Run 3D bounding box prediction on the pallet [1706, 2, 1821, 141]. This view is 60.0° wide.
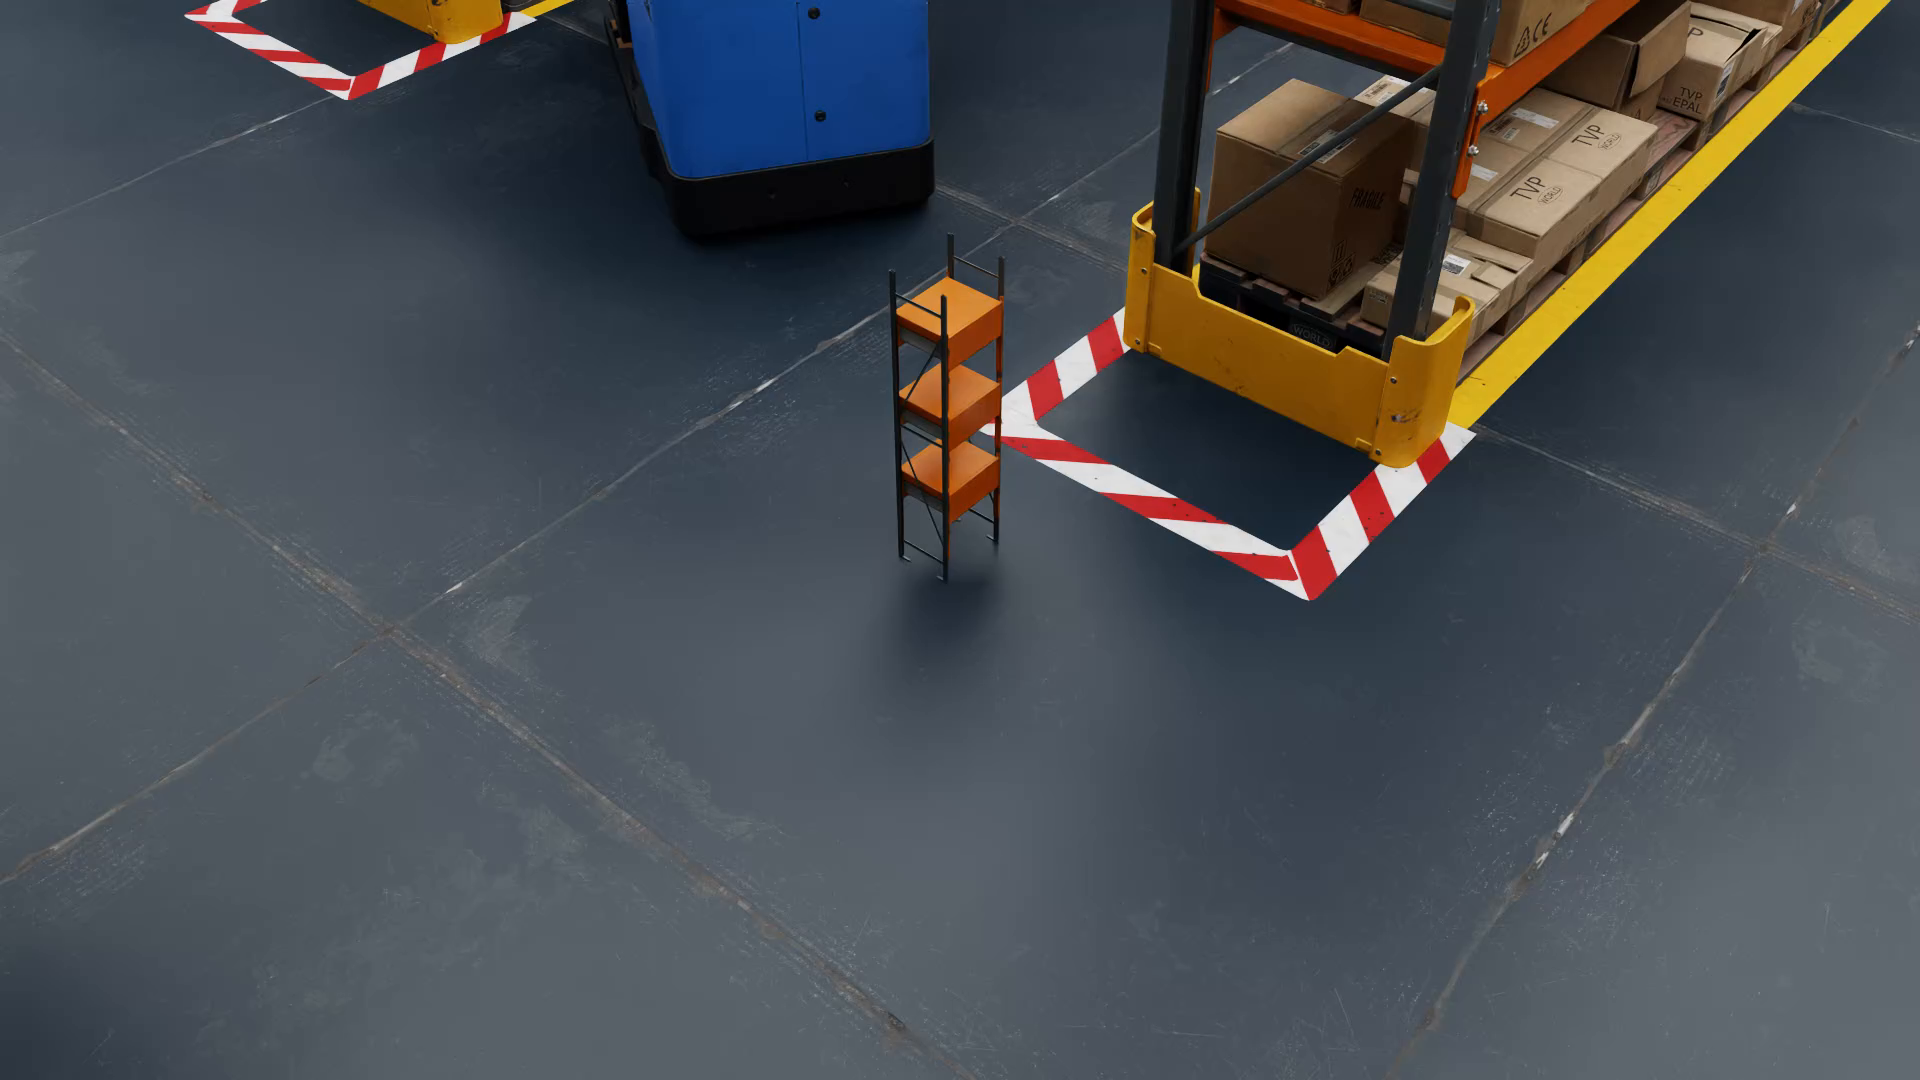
[{"bbox_3d":[3.206,-2.306,7.629,1.003,0.211,1.213,29,50,28],"label":"pallet"}]

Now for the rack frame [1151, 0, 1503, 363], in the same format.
[{"bbox_3d":[1.074,-1.631,4.815,1.000,3.000,0.127,29,50,28],"label":"rack frame"}]

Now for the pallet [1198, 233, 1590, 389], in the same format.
[{"bbox_3d":[1.636,-1.050,6.248,1.003,0.211,1.213,29,50,28],"label":"pallet"}]

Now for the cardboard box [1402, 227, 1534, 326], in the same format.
[{"bbox_3d":[1.768,-0.941,5.835,0.380,0.166,0.250,29,50,28],"label":"cardboard box"}]

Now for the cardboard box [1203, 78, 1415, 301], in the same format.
[{"bbox_3d":[1.236,-1.256,5.933,0.500,0.500,0.500,29,50,28],"label":"cardboard box"}]

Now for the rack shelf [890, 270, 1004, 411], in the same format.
[{"bbox_3d":[-0.034,-0.563,4.683,0.215,0.259,0.240,29,50,28],"label":"rack shelf"}]

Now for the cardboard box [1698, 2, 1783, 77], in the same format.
[{"bbox_3d":[3.304,-2.164,7.192,0.380,0.149,0.250,29,50,28],"label":"cardboard box"}]

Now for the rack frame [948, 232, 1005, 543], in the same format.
[{"bbox_3d":[0.044,-0.424,4.936,0.200,1.050,0.008,29,50,28],"label":"rack frame"}]

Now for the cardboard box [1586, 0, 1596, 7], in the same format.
[{"bbox_3d":[1.890,-2.051,5.201,0.500,0.500,0.500,29,50,28],"label":"cardboard box"}]

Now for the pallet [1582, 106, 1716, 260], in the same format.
[{"bbox_3d":[2.421,-1.675,6.936,1.003,0.211,1.213,29,50,28],"label":"pallet"}]

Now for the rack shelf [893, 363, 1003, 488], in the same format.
[{"bbox_3d":[-0.034,-0.353,4.874,0.215,0.259,0.240,29,50,28],"label":"rack shelf"}]

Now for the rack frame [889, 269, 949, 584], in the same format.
[{"bbox_3d":[-0.113,-0.298,4.797,0.200,1.050,0.008,29,50,28],"label":"rack frame"}]

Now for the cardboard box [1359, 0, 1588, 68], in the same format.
[{"bbox_3d":[1.562,-1.783,4.907,0.500,0.500,0.500,31,50,29],"label":"cardboard box"}]

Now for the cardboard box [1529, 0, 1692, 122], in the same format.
[{"bbox_3d":[2.443,-1.961,6.705,0.797,0.503,0.637,29,50,28],"label":"cardboard box"}]

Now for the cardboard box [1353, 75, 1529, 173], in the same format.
[{"bbox_3d":[1.870,-1.640,6.541,0.500,0.250,0.500,29,50,28],"label":"cardboard box"}]

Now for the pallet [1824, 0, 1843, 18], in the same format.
[{"bbox_3d":[4.143,-3.095,8.497,1.003,0.211,1.213,29,50,28],"label":"pallet"}]

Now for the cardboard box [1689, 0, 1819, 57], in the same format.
[{"bbox_3d":[3.499,-2.513,7.315,0.500,0.500,0.500,29,50,28],"label":"cardboard box"}]

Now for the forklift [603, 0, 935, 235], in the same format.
[{"bbox_3d":[-1.012,-3.272,6.670,1.130,2.935,3.031,-11,43,-12],"label":"forklift"}]

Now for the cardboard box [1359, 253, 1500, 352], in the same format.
[{"bbox_3d":[1.607,-0.806,5.699,0.380,0.149,0.250,29,50,28],"label":"cardboard box"}]

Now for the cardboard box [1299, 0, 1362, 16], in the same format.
[{"bbox_3d":[1.154,-2.017,5.164,0.500,0.500,0.500,31,51,30],"label":"cardboard box"}]

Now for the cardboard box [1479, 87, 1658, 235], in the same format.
[{"bbox_3d":[2.285,-1.449,6.331,0.500,0.250,0.500,29,50,28],"label":"cardboard box"}]

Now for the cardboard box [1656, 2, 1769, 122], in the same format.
[{"bbox_3d":[3.016,-2.057,6.954,0.500,0.311,0.500,29,50,28],"label":"cardboard box"}]

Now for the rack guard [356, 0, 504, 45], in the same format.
[{"bbox_3d":[-2.720,-2.835,7.996,1.175,0.500,0.348,29,50,28],"label":"rack guard"}]

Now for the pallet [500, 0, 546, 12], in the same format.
[{"bbox_3d":[-2.154,-3.154,8.562,1.003,0.211,1.213,29,50,28],"label":"pallet"}]

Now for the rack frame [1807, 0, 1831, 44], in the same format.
[{"bbox_3d":[3.649,-3.691,7.080,1.000,3.000,0.127,29,50,28],"label":"rack frame"}]

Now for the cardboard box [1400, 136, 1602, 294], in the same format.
[{"bbox_3d":[1.963,-1.192,6.048,0.500,0.250,0.500,29,50,28],"label":"cardboard box"}]

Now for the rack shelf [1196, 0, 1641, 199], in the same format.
[{"bbox_3d":[2.361,-2.395,6.189,1.077,0.370,4.000,29,50,28],"label":"rack shelf"}]

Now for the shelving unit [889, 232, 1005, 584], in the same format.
[{"bbox_3d":[-0.034,-0.361,4.867,0.215,1.050,0.252,29,50,28],"label":"shelving unit"}]

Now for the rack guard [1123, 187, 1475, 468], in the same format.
[{"bbox_3d":[1.123,-0.746,5.699,1.175,0.500,0.348,29,50,28],"label":"rack guard"}]

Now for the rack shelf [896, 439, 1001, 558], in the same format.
[{"bbox_3d":[-0.034,-0.147,5.061,0.215,0.259,0.240,29,50,28],"label":"rack shelf"}]

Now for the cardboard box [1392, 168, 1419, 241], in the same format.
[{"bbox_3d":[1.565,-1.302,6.231,0.380,0.166,0.250,29,50,28],"label":"cardboard box"}]
